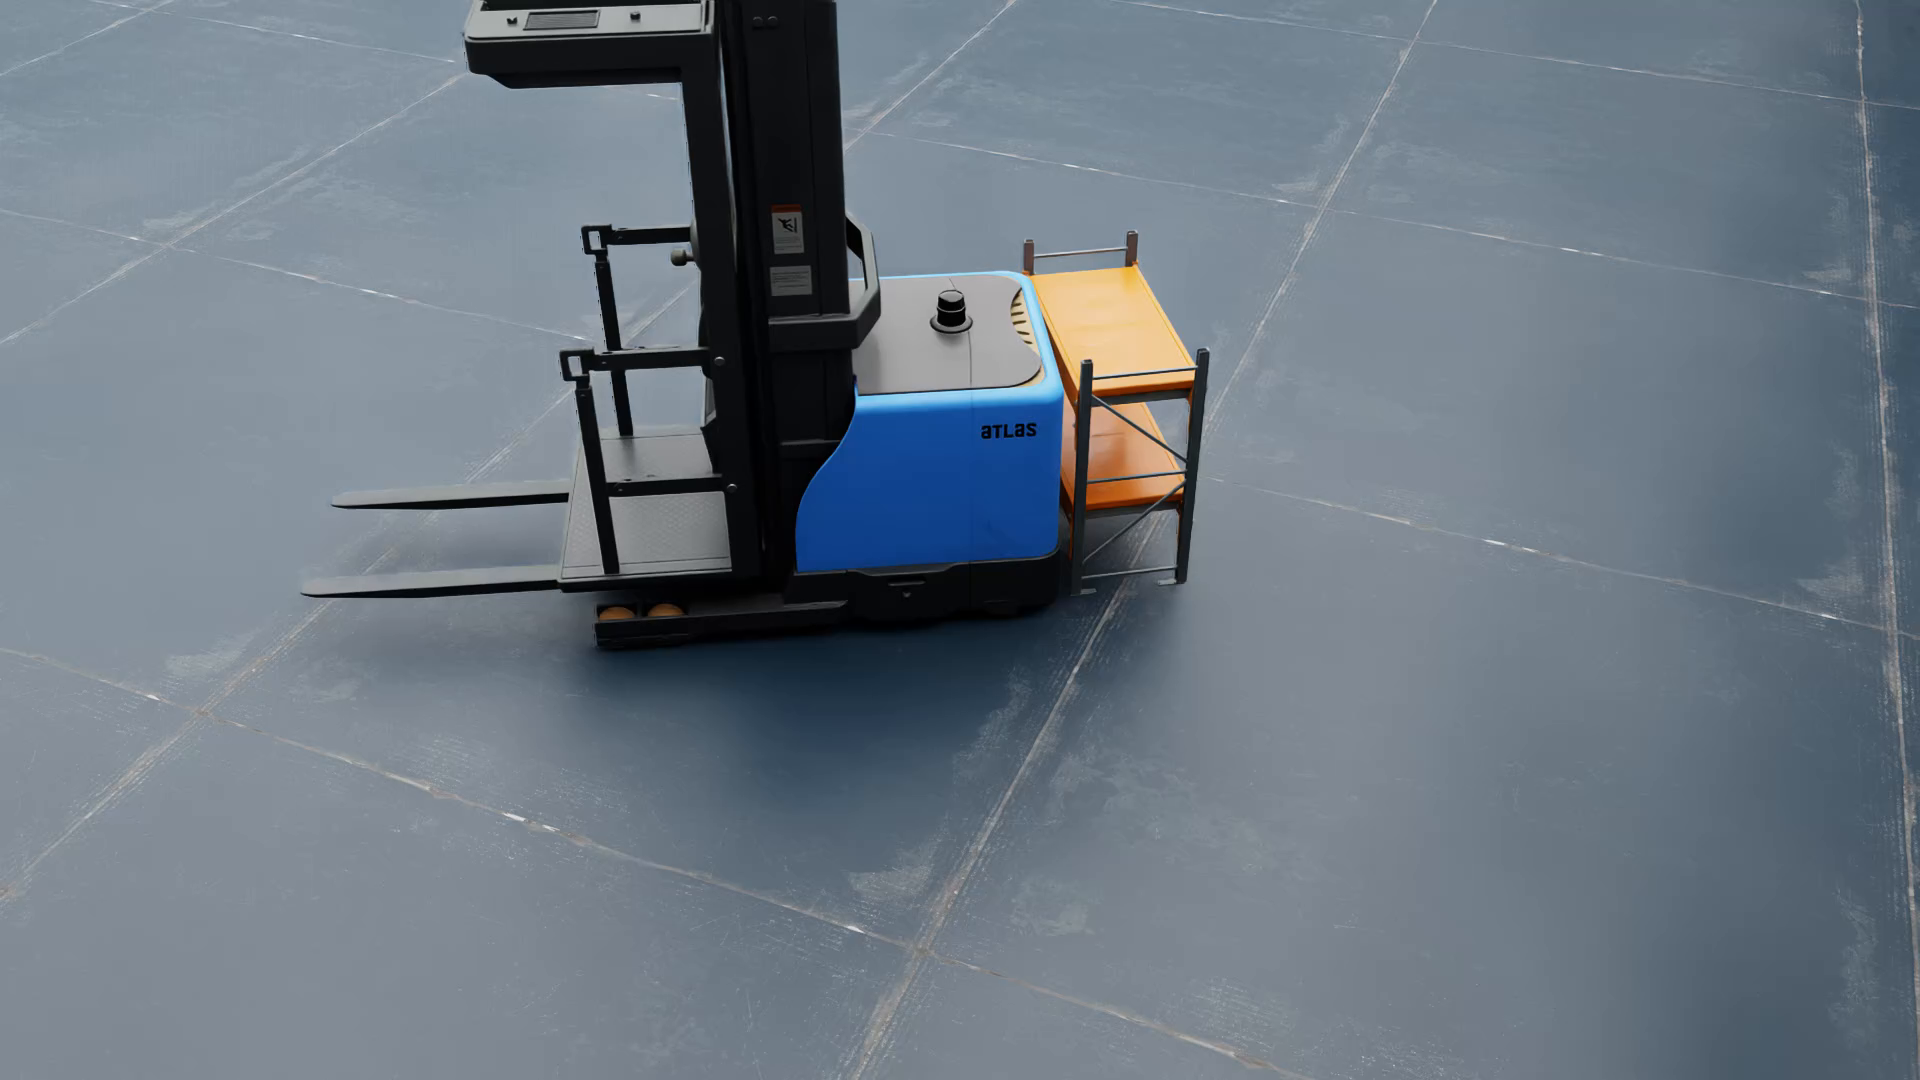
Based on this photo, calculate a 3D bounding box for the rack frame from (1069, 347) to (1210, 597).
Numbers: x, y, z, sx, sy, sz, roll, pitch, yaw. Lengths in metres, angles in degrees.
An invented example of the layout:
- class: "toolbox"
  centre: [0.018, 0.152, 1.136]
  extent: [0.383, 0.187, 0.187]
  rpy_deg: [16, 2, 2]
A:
- class: "rack frame"
  centre: [0.705, -0.250, 6.645]
  extent: [0.500, 1.125, 0.032]
  rpy_deg: [-6, 37, -9]

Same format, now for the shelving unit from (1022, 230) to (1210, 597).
- class: "shelving unit"
  centre: [0.611, -0.550, 7.046]
  extent: [0.538, 1.125, 1.048]
  rpy_deg: [-6, 37, -9]

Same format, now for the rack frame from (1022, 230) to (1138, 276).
- class: "rack frame"
  centre: [0.517, -0.849, 7.446]
  extent: [0.500, 1.125, 0.032]
  rpy_deg: [-6, 37, -9]

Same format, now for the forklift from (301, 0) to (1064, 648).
- class: "forklift"
  centre: [-1.144, -1.074, 6.239]
  extent: [3.031, 2.935, 1.130]
  rpy_deg: [-4, 37, -5]

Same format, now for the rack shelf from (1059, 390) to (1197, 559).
- class: "rack shelf"
  centre: [0.611, -0.354, 7.192]
  extent: [0.538, 0.278, 1.000]
  rpy_deg: [-6, 37, -9]

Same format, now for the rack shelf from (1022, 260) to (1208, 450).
- class: "rack shelf"
  centre: [0.611, -0.784, 6.870]
  extent: [0.538, 0.278, 1.000]
  rpy_deg: [-6, 37, -9]
